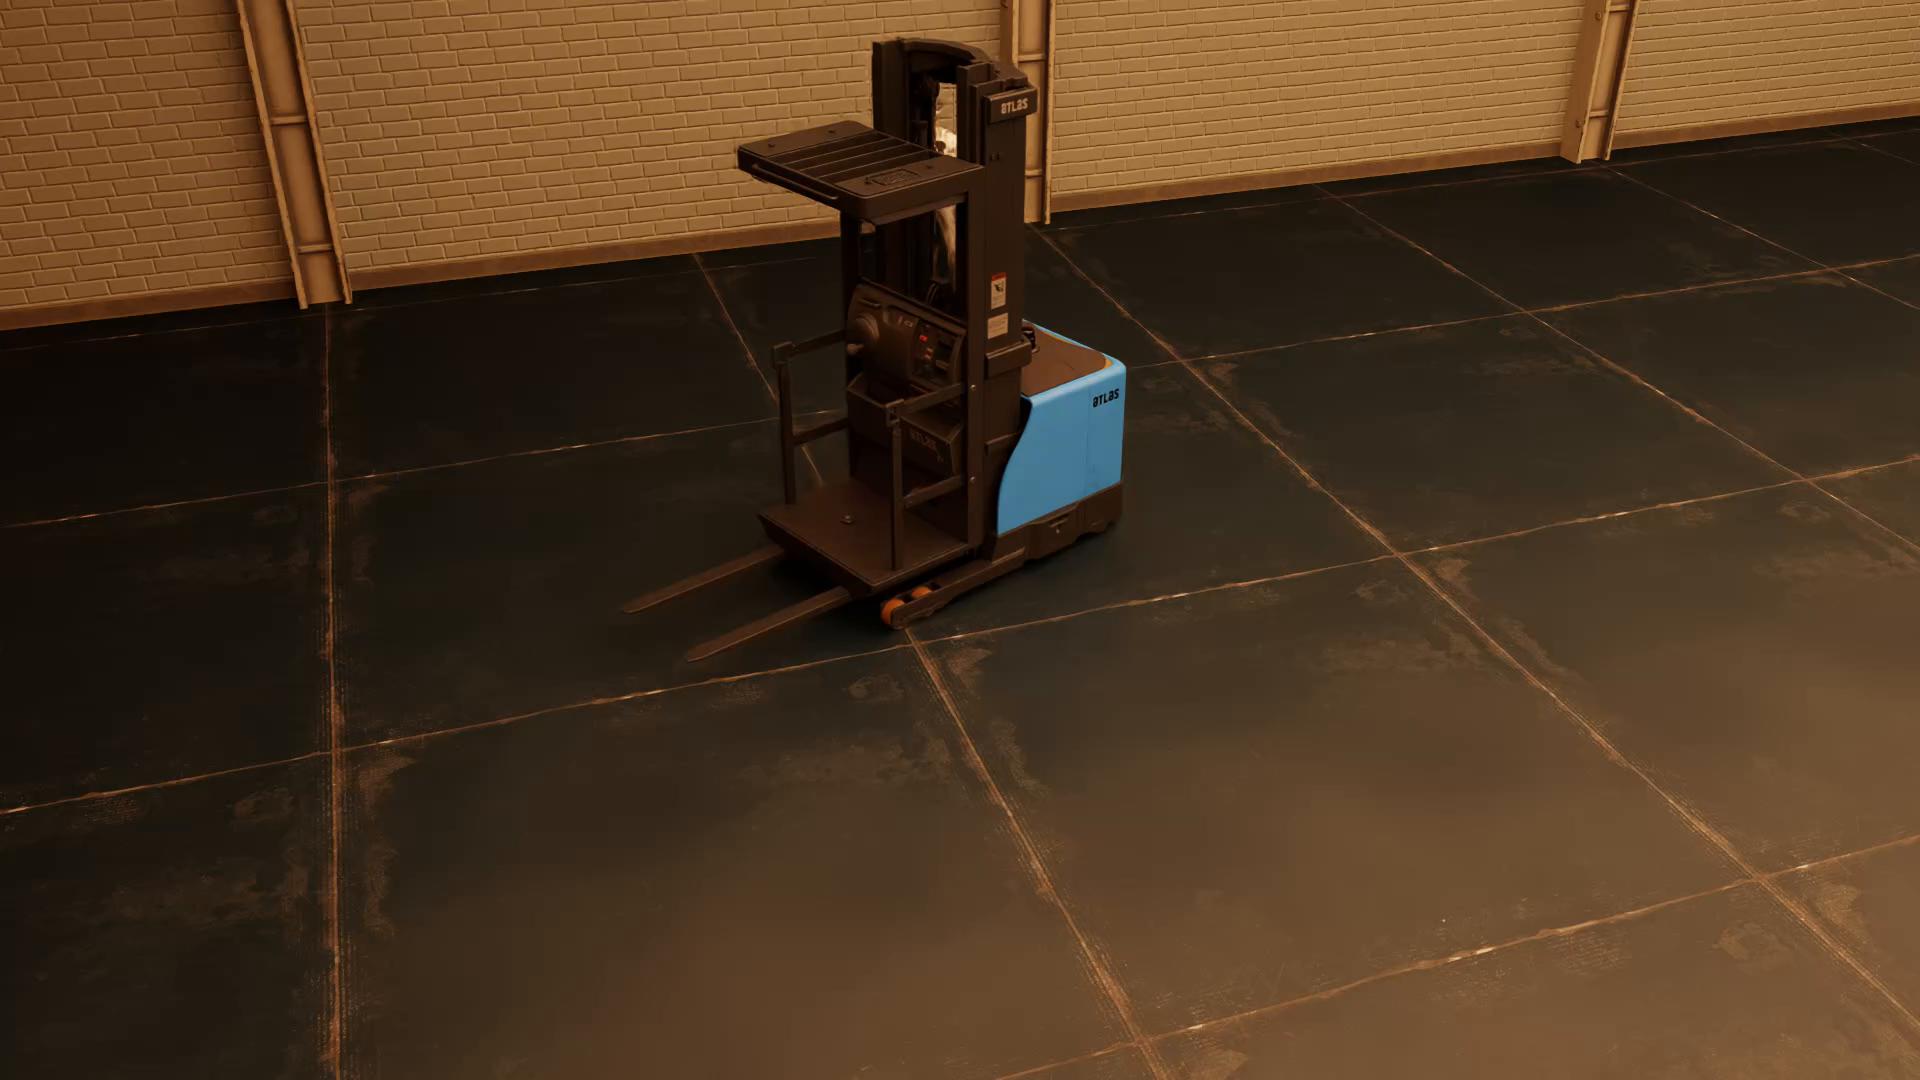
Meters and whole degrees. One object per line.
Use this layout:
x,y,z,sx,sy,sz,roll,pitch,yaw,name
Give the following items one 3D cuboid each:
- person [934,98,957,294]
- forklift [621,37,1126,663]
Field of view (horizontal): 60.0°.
-0.231,-2.634,12.951,0.657,1.653,0.388,-1,30,-2,person
-0.461,-1.072,8.951,3.031,2.935,1.130,-23,37,-34,forklift
